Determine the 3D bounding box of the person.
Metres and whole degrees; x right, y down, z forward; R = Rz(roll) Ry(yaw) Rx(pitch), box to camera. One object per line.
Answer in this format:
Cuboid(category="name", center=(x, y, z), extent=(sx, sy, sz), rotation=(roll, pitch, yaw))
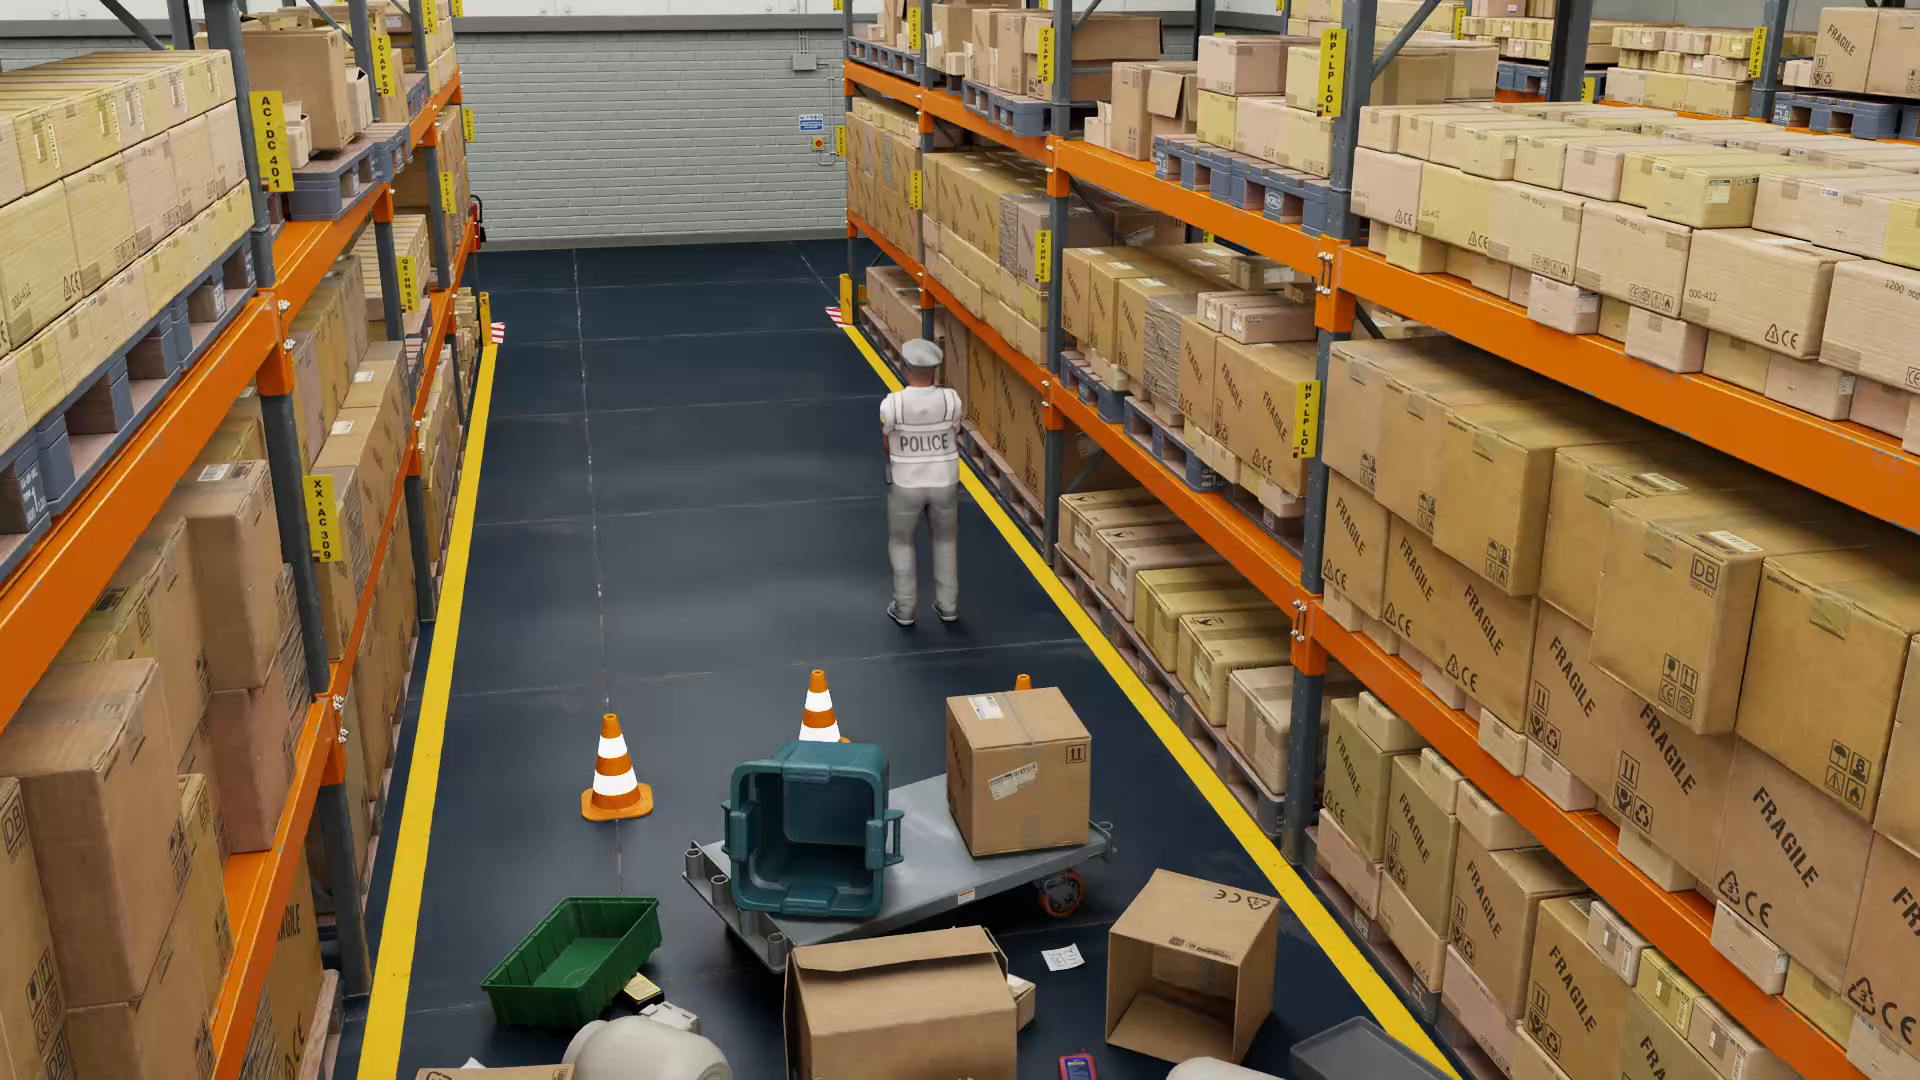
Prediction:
Cuboid(category="person", center=(-0.252, -0.373, 10.090), extent=(0.494, 1.766, 0.569), rotation=(-4, 20, -11))
